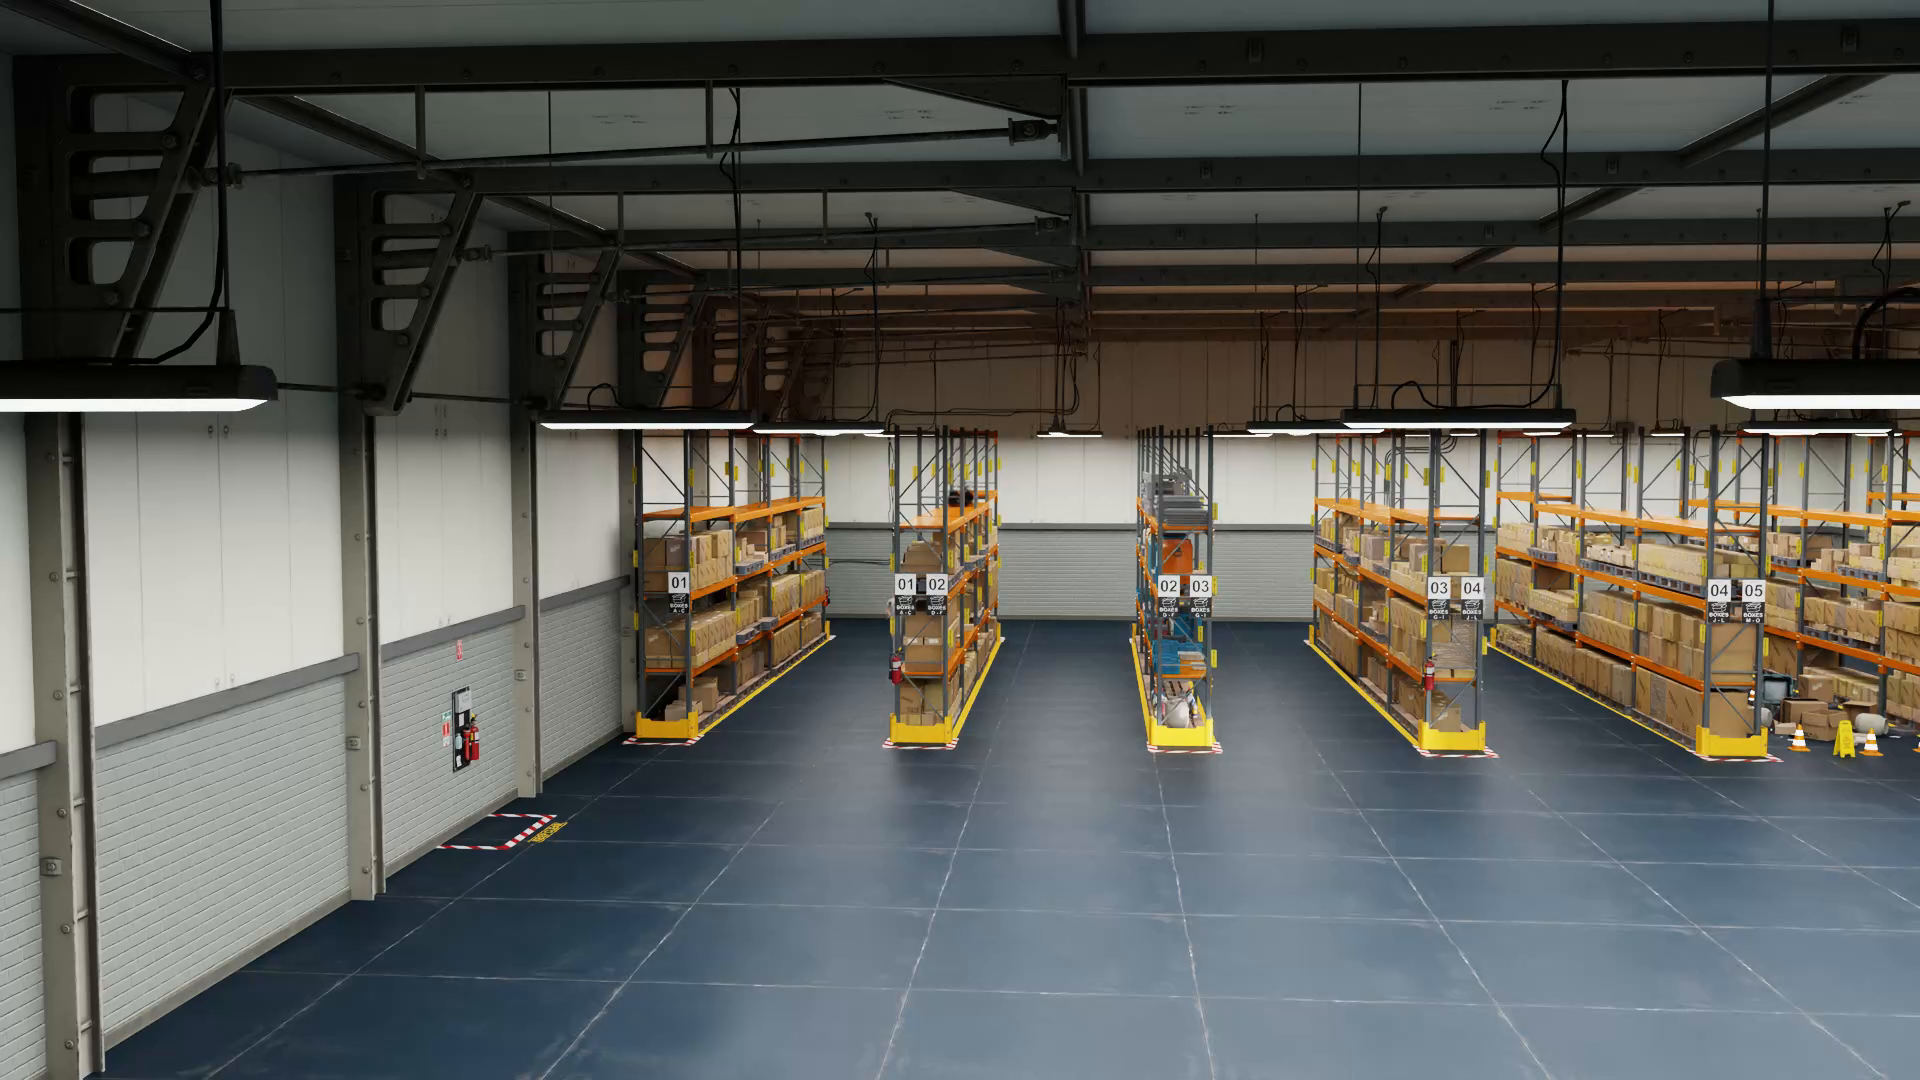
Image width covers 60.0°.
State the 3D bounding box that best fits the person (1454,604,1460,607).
[{"bbox_3d":[13.580,2.136,46.329,0.671,1.602,0.919,2,4,28],"label":"person"}]

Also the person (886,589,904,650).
[{"bbox_3d":[-1.628,2.067,42.726,0.567,1.646,0.752,0,3,0],"label":"person"}]
